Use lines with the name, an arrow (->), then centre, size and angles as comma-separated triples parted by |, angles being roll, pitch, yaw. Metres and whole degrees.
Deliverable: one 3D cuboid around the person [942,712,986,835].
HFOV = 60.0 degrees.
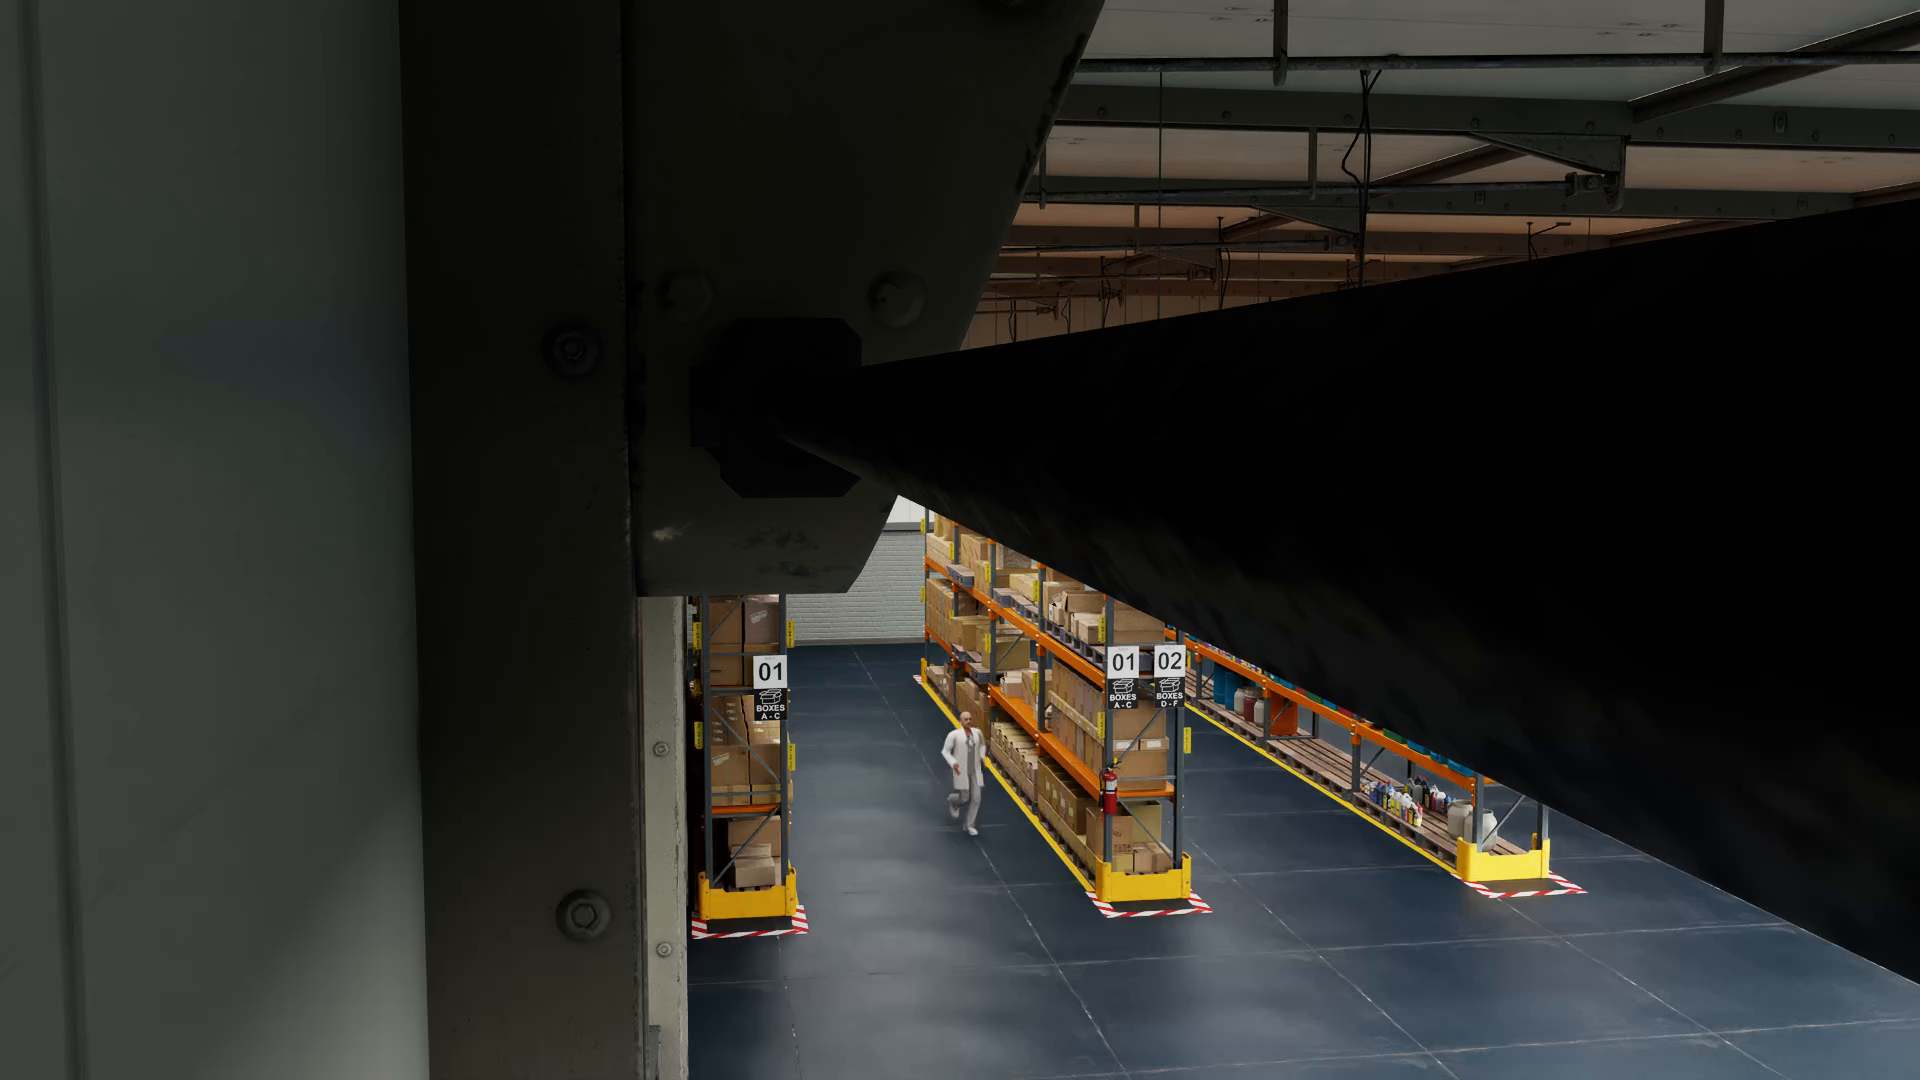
person -> 0.104, 3.353, 24.050 | 0.710, 1.744, 0.700 | -2, 5, -23
